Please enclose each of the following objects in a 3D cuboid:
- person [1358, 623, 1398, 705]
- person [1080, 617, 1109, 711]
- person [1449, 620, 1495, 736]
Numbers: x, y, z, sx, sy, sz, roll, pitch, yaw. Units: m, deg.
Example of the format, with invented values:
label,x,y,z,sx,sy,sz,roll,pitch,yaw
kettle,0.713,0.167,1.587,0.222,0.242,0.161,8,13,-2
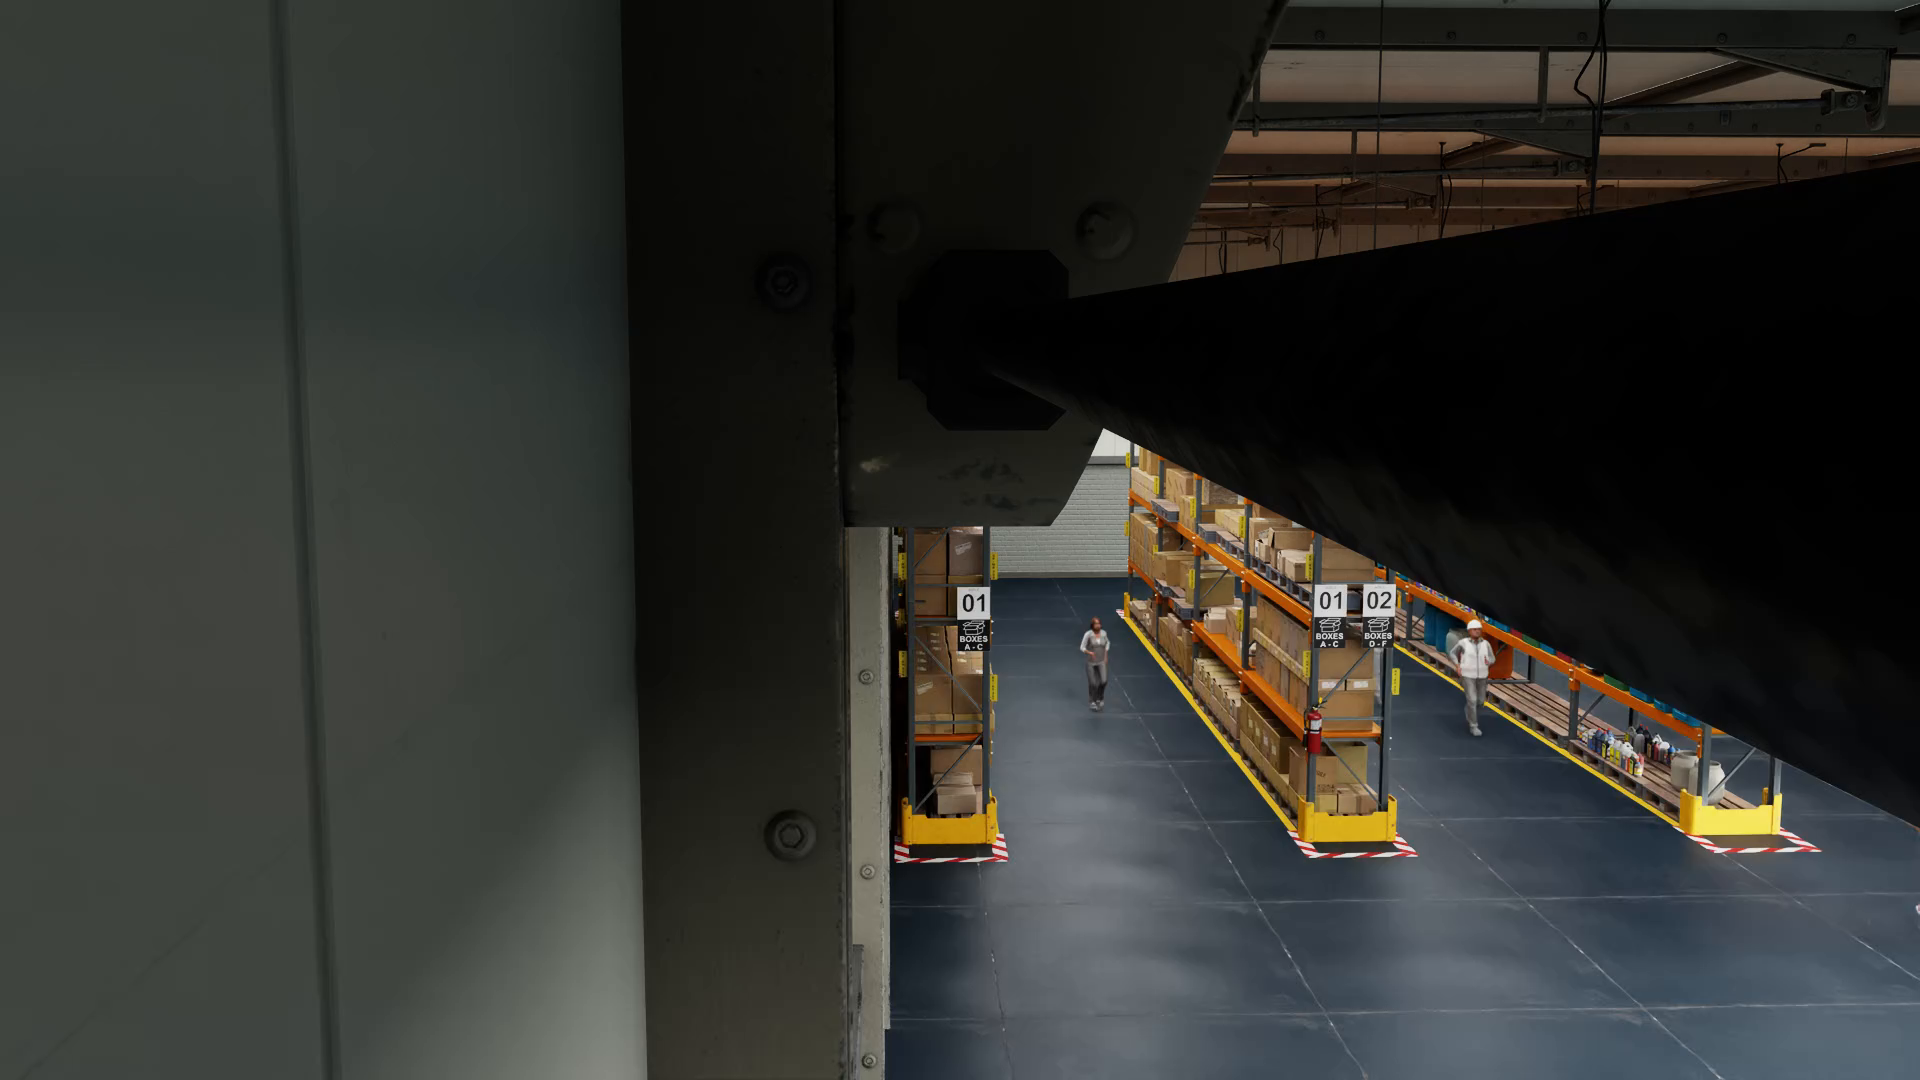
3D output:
label,x,y,z,sx,sy,sz,roll,pitch,yaw
person,7.081,1.884,28.139,0.599,1.665,0.903,-1,7,-8
person,2.238,2.046,27.361,0.532,1.577,0.627,-1,7,-8
person,8.033,2.124,26.026,0.666,1.750,0.929,-1,7,-4
